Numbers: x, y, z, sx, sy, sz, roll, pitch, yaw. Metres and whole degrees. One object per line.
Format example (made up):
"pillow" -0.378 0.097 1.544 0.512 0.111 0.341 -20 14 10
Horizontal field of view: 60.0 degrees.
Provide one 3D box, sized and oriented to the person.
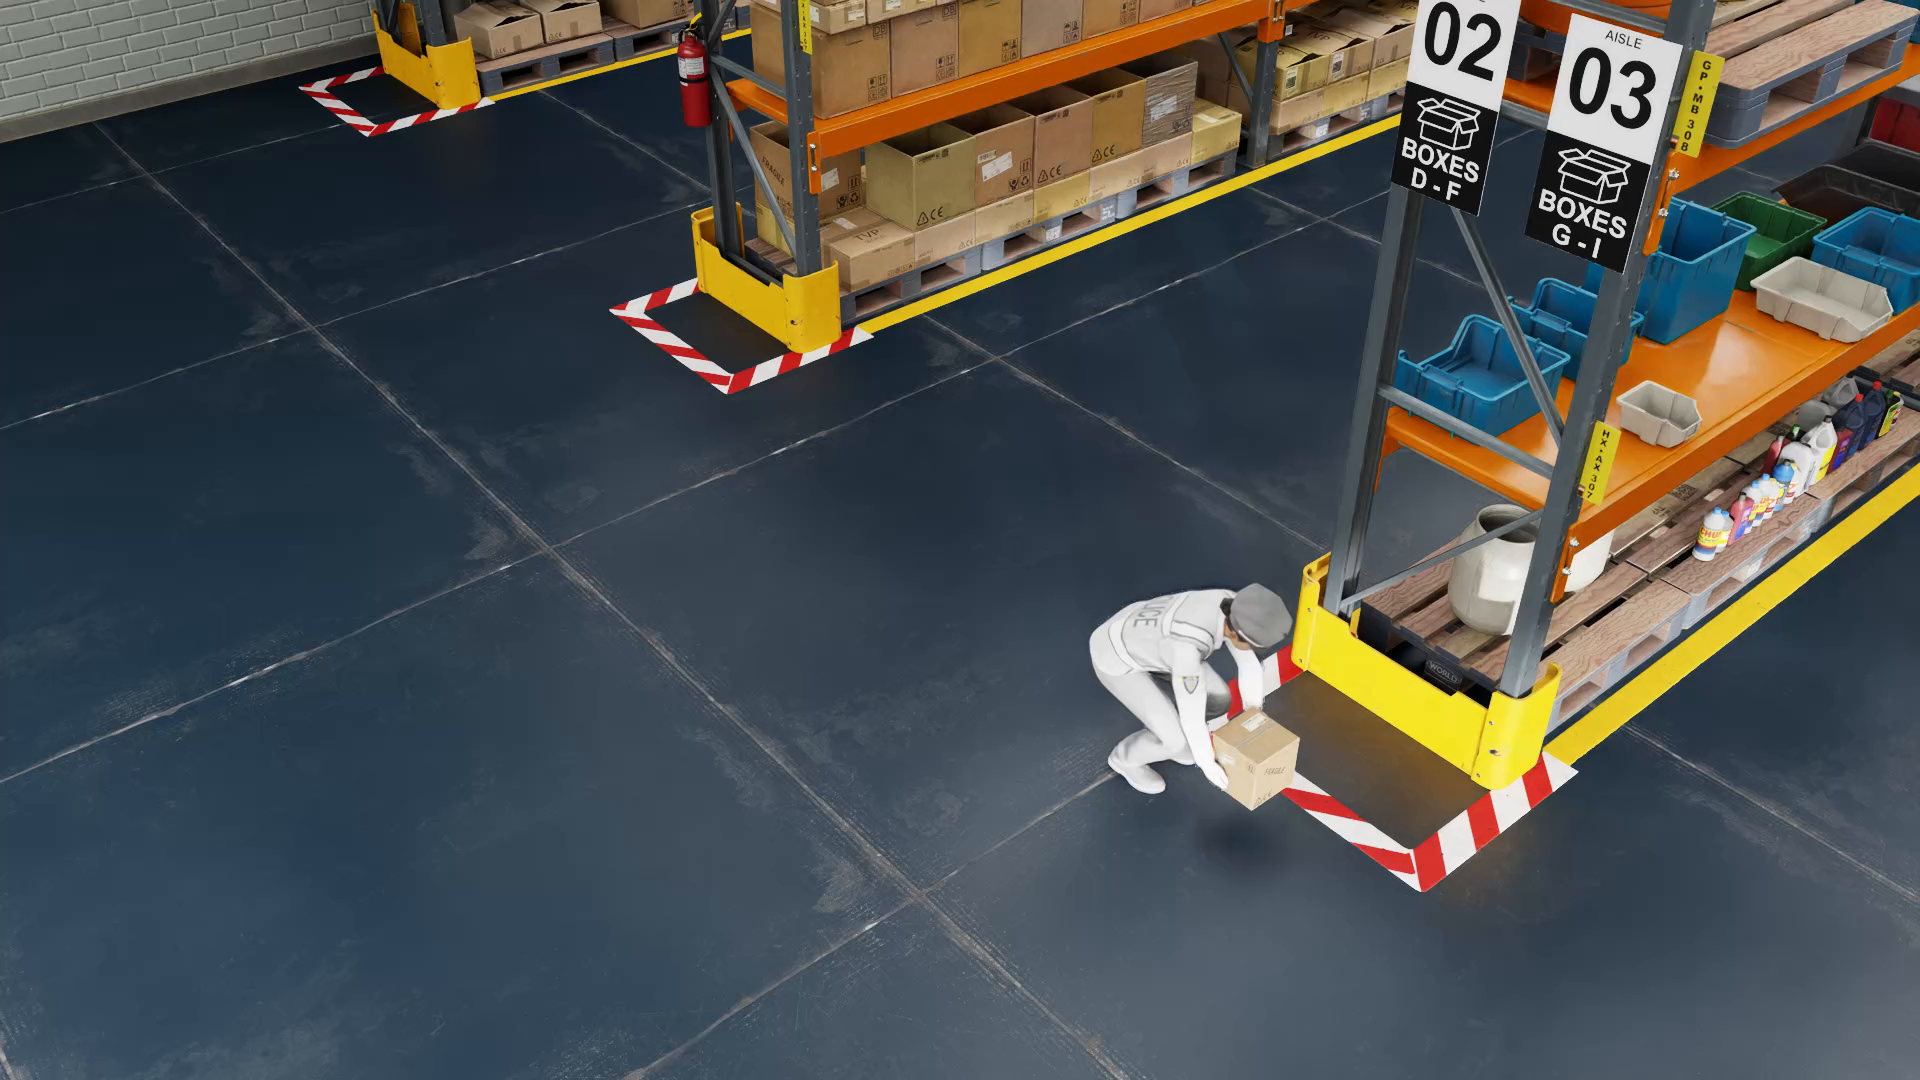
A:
"person" 0.937 0.581 6.832 0.820 1.020 0.497 29 45 33
